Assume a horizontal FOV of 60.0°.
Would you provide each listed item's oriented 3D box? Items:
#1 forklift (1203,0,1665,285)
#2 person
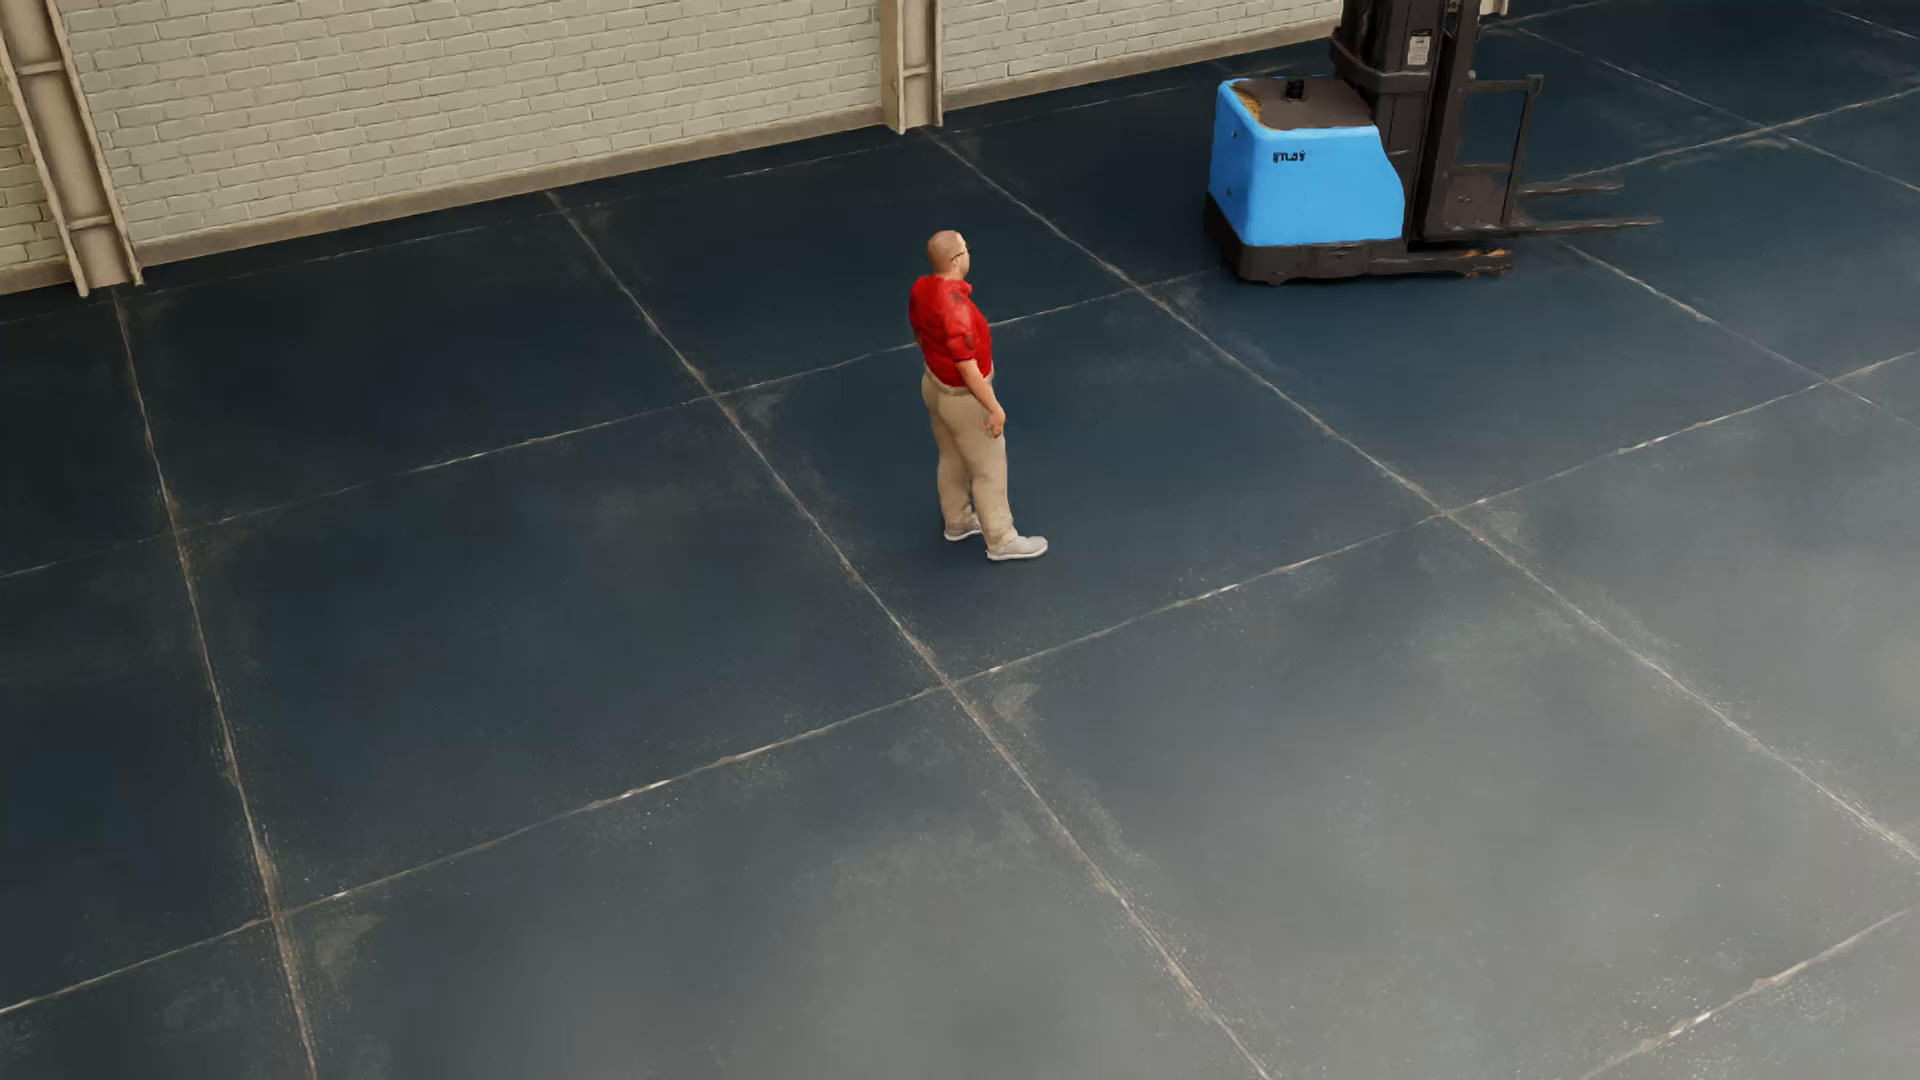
[{"bbox_3d":[3.275,-3.263,10.740,3.031,2.935,1.130,-5,36,-7],"label":"forklift"},{"bbox_3d":[0.085,-0.730,8.185,0.550,1.727,0.640,-17,39,-23],"label":"person"}]
